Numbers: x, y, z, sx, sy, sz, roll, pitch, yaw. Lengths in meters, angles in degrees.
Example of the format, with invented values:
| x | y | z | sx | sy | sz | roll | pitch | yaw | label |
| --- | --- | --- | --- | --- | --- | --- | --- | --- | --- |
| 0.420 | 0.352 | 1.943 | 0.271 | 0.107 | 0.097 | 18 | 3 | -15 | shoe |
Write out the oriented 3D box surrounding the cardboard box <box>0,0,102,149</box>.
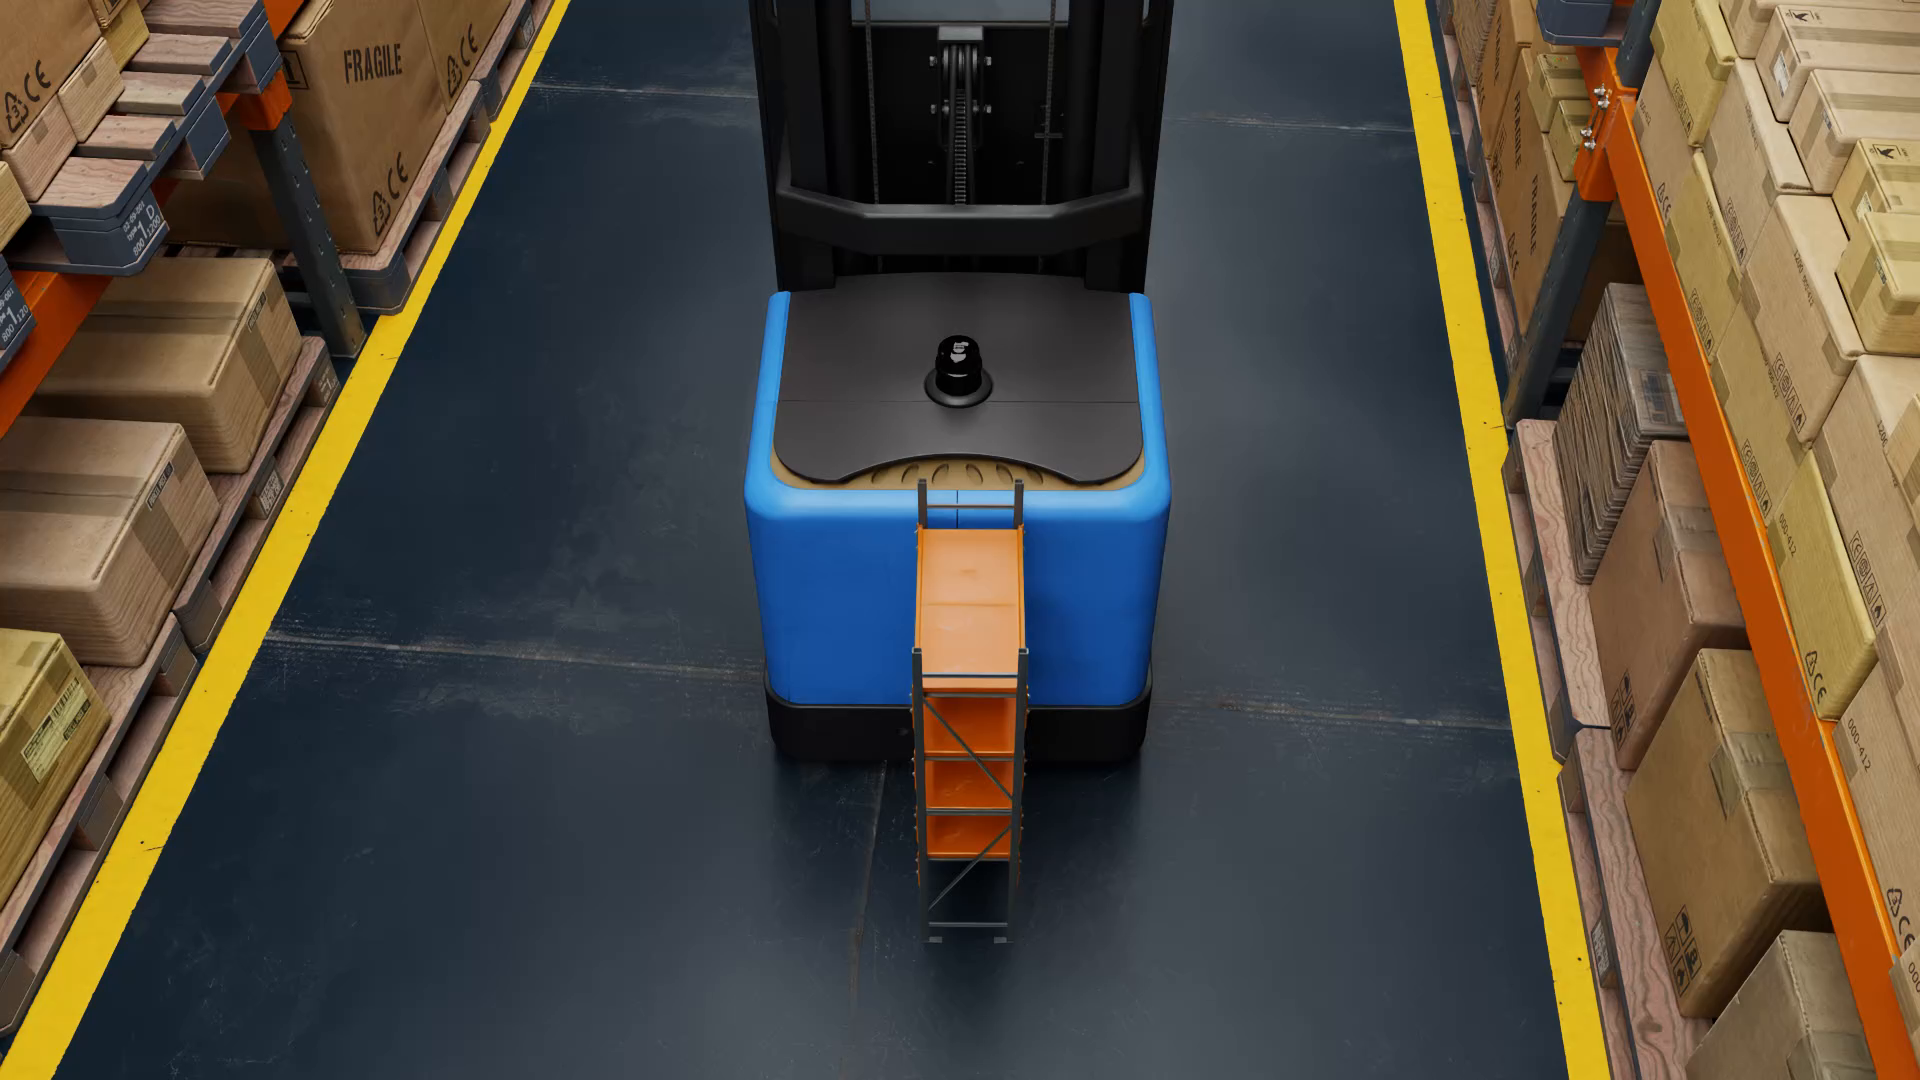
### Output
| x | y | z | sx | sy | sz | roll | pitch | yaw | label |
| --- | --- | --- | --- | --- | --- | --- | --- | --- | --- |
| -2.408 | -1.261 | 3.817 | 0.500 | 0.500 | 0.500 | 3 | 48 | 3 | cardboard box |

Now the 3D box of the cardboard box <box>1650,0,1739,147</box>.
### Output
| x | y | z | sx | sy | sz | roll | pitch | yaw | label |
| --- | --- | --- | --- | --- | --- | --- | --- | --- | --- |
| 2.027 | -1.198 | 4.076 | 0.500 | 0.250 | 0.500 | 4 | 48 | 3 | cardboard box |

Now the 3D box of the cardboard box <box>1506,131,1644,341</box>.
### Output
| x | y | z | sx | sy | sz | roll | pitch | yaw | label |
| --- | --- | --- | --- | --- | --- | --- | --- | --- | --- |
| 2.161 | -1.011 | 5.551 | 0.500 | 0.500 | 0.500 | 5 | 48 | 5 | cardboard box |

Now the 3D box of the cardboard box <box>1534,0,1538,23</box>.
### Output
| x | y | z | sx | sy | sz | roll | pitch | yaw | label |
| --- | --- | --- | --- | --- | --- | --- | --- | --- | --- |
| 2.260 | -1.869 | 5.896 | 0.380 | 0.149 | 0.250 | 5 | 48 | 5 | cardboard box |

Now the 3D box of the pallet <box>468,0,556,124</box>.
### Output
| x | y | z | sx | sy | sz | roll | pitch | yaw | label |
| --- | --- | --- | --- | --- | --- | --- | --- | --- | --- |
| -2.347 | -2.246 | 7.161 | 1.003 | 0.211 | 1.213 | 4 | 48 | 4 | pallet |

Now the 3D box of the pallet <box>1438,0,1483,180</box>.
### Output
| x | y | z | sx | sy | sz | roll | pitch | yaw | label |
| --- | --- | --- | --- | --- | --- | --- | --- | --- | --- |
| 2.556 | -1.887 | 6.833 | 1.003 | 0.211 | 1.213 | 4 | 48 | 4 | pallet |

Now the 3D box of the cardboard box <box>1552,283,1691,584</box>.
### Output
| x | y | z | sx | sy | sz | roll | pitch | yaw | label |
| --- | --- | --- | --- | --- | --- | --- | --- | --- | --- |
| 2.266 | -0.270 | 4.789 | 0.875 | 0.625 | 0.625 | 5 | 48 | 5 | cardboard box |

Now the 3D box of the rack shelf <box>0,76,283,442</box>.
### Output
| x | y | z | sx | sy | sz | roll | pitch | yaw | label |
| --- | --- | --- | --- | --- | --- | --- | --- | --- | --- |
| -2.790 | -0.006 | 3.710 | 1.077 | 0.370 | 4.000 | 4 | 48 | 4 | rack shelf |

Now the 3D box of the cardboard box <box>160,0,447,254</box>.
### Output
| x | y | z | sx | sy | sz | roll | pitch | yaw | label |
| --- | --- | --- | --- | --- | --- | --- | --- | --- | --- |
| -2.462 | -1.645 | 5.877 | 0.875 | 0.875 | 0.875 | 3 | 48 | 3 | cardboard box |

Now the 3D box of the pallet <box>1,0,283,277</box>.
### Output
| x | y | z | sx | sy | sz | roll | pitch | yaw | label |
| --- | --- | --- | --- | --- | --- | --- | --- | --- | --- |
| -2.566 | -1.123 | 4.374 | 1.213 | 0.211 | 1.003 | 4 | 48 | 4 | pallet |

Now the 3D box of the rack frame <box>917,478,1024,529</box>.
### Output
| x | y | z | sx | sy | sz | roll | pitch | yaw | label |
| --- | --- | --- | --- | --- | --- | --- | --- | --- | --- |
| 0.024 | 0.272 | 4.188 | 0.240 | 1.200 | 0.015 | 0 | 48 | 0 | rack frame |

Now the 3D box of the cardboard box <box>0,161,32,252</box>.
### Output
| x | y | z | sx | sy | sz | roll | pitch | yaw | label |
| --- | --- | --- | --- | --- | --- | --- | --- | --- | --- |
| -2.376 | -0.741 | 3.781 | 0.380 | 0.149 | 0.250 | 5 | 48 | 4 | cardboard box |

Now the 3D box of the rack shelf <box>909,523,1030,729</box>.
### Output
| x | y | z | sx | sy | sz | roll | pitch | yaw | label |
| --- | --- | --- | --- | --- | --- | --- | --- | --- | --- |
| 0.022 | 0.187 | 3.734 | 0.258 | 0.148 | 0.480 | 0 | 48 | 0 | rack shelf |

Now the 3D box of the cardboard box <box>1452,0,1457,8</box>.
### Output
| x | y | z | sx | sy | sz | roll | pitch | yaw | label |
| --- | --- | --- | --- | --- | --- | --- | --- | --- | --- |
| 2.344 | -2.526 | 6.937 | 0.500 | 0.500 | 0.500 | 3 | 48 | 2 | cardboard box |

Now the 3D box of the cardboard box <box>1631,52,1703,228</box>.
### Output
| x | y | z | sx | sy | sz | roll | pitch | yaw | label |
| --- | --- | --- | --- | --- | --- | --- | --- | --- | --- |
| 2.052 | -1.027 | 4.258 | 0.500 | 0.250 | 0.500 | 4 | 48 | 4 | cardboard box |

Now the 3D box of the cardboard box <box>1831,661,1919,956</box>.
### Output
| x | y | z | sx | sy | sz | roll | pitch | yaw | label |
| --- | --- | --- | --- | --- | --- | --- | --- | --- | --- |
| 1.873 | 0.482 | 2.878 | 0.500 | 0.250 | 0.500 | 4 | 48 | 4 | cardboard box |

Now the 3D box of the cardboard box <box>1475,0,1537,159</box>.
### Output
| x | y | z | sx | sy | sz | roll | pitch | yaw | label |
| --- | --- | --- | --- | --- | --- | --- | --- | --- | --- |
| 2.262 | -1.763 | 6.239 | 0.500 | 0.500 | 0.500 | 6 | 48 | 5 | cardboard box |

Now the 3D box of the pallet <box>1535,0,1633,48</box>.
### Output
| x | y | z | sx | sy | sz | roll | pitch | yaw | label |
| --- | --- | --- | --- | --- | --- | --- | --- | --- | --- |
| 2.328 | -1.826 | 5.017 | 1.213 | 0.211 | 1.003 | 4 | 48 | 4 | pallet |

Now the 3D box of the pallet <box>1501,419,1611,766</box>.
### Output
| x | y | z | sx | sy | sz | roll | pitch | yaw | label |
| --- | --- | --- | --- | --- | --- | --- | --- | --- | --- |
| 2.222 | 0.156 | 4.964 | 1.003 | 0.211 | 1.213 | 4 | 48 | 4 | pallet |

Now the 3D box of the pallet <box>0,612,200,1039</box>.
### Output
| x | y | z | sx | sy | sz | roll | pitch | yaw | label |
| --- | --- | --- | --- | --- | --- | --- | --- | --- | --- |
| -2.794 | 0.691 | 4.475 | 1.003 | 0.211 | 1.213 | 4 | 48 | 4 | pallet |

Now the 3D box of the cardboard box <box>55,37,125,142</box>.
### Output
| x | y | z | sx | sy | sz | roll | pitch | yaw | label |
| --- | --- | --- | --- | --- | --- | --- | --- | --- | --- |
| -2.334 | -1.129 | 4.135 | 0.380 | 0.149 | 0.250 | 4 | 48 | 3 | cardboard box |

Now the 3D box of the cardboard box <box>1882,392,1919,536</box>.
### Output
| x | y | z | sx | sy | sz | roll | pitch | yaw | label |
| --- | --- | --- | --- | --- | --- | --- | --- | --- | --- |
| 1.816 | -0.108 | 2.808 | 0.380 | 0.149 | 0.250 | 3 | 48 | 2 | cardboard box |

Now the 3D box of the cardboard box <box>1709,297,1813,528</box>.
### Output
| x | y | z | sx | sy | sz | roll | pitch | yaw | label |
| --- | --- | --- | --- | --- | --- | --- | --- | --- | --- |
| 1.962 | -0.279 | 3.574 | 0.500 | 0.250 | 0.500 | 2 | 48 | 2 | cardboard box |

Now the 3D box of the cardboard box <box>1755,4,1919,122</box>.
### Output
| x | y | z | sx | sy | sz | roll | pitch | yaw | label |
| --- | --- | --- | --- | --- | --- | --- | --- | --- | --- |
| 1.993 | -1.039 | 3.660 | 0.380 | 0.149 | 0.250 | 5 | 48 | 5 | cardboard box |

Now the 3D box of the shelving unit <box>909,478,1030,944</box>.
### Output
| x | y | z | sx | sy | sz | roll | pitch | yaw | label |
| --- | --- | --- | --- | --- | --- | --- | --- | --- | --- |
| 0.022 | 0.452 | 4.024 | 0.258 | 1.200 | 0.503 | 0 | 48 | 0 | shelving unit |

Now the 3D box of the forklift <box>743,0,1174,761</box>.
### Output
| x | y | z | sx | sy | sz | roll | pitch | yaw | label |
| --- | --- | --- | --- | --- | --- | --- | --- | --- | --- |
| 0.004 | -1.448 | 4.589 | 1.130 | 2.935 | 3.031 | 0 | 48 | 0 | forklift |

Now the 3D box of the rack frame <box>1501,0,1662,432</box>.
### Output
| x | y | z | sx | sy | sz | roll | pitch | yaw | label |
| --- | --- | --- | --- | --- | --- | --- | --- | --- | --- |
| 2.336 | -1.388 | 4.486 | 1.000 | 3.000 | 0.127 | 4 | 48 | 4 | rack frame |

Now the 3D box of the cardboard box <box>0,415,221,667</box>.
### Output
| x | y | z | sx | sy | sz | roll | pitch | yaw | label |
| --- | --- | --- | --- | --- | --- | --- | --- | --- | --- |
| -2.728 | -0.016 | 4.728 | 0.950 | 0.372 | 0.625 | 3 | 48 | 3 | cardboard box |

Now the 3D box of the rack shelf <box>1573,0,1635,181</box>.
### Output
| x | y | z | sx | sy | sz | roll | pitch | yaw | label |
| --- | --- | --- | --- | --- | --- | --- | --- | --- | --- |
| 2.518 | -2.614 | 6.096 | 1.077 | 0.370 | 4.000 | 4 | 48 | 4 | rack shelf |

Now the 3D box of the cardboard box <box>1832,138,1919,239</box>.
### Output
| x | y | z | sx | sy | sz | roll | pitch | yaw | label |
| --- | --- | --- | --- | --- | --- | --- | --- | --- | --- |
| 1.988 | -0.659 | 3.313 | 0.380 | 0.149 | 0.250 | 4 | 48 | 4 | cardboard box |

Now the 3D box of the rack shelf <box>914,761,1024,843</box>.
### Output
| x | y | z | sx | sy | sz | roll | pitch | yaw | label |
| --- | --- | --- | --- | --- | --- | --- | --- | --- | --- |
| 0.022 | 0.497 | 4.073 | 0.258 | 0.148 | 0.480 | 0 | 48 | 0 | rack shelf |

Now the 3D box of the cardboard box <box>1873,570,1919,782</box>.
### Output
| x | y | z | sx | sy | sz | roll | pitch | yaw | label |
| --- | --- | --- | --- | --- | --- | --- | --- | --- | --- |
| 1.854 | 0.302 | 2.704 | 0.500 | 0.250 | 0.500 | 5 | 48 | 4 | cardboard box |

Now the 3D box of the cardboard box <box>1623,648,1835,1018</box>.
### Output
| x | y | z | sx | sy | sz | roll | pitch | yaw | label |
| --- | --- | --- | --- | --- | --- | --- | --- | --- | --- |
| 2.153 | 0.705 | 3.897 | 0.875 | 0.625 | 0.625 | 2 | 48 | 2 | cardboard box |

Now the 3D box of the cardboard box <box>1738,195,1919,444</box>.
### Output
| x | y | z | sx | sy | sz | roll | pitch | yaw | label |
| --- | --- | --- | --- | --- | --- | --- | --- | --- | --- |
| 1.940 | -0.445 | 3.387 | 0.500 | 0.250 | 0.500 | 3 | 48 | 3 | cardboard box |

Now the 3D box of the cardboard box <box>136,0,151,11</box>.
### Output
| x | y | z | sx | sy | sz | roll | pitch | yaw | label |
| --- | --- | --- | --- | --- | --- | --- | --- | --- | --- |
| -2.403 | -1.519 | 4.492 | 0.380 | 0.149 | 0.250 | 5 | 48 | 5 | cardboard box |

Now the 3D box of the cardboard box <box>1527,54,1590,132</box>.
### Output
| x | y | z | sx | sy | sz | roll | pitch | yaw | label |
| --- | --- | --- | --- | --- | --- | --- | --- | --- | --- |
| 2.123 | -1.487 | 5.547 | 0.380 | 0.149 | 0.250 | 2 | 48 | 2 | cardboard box |
